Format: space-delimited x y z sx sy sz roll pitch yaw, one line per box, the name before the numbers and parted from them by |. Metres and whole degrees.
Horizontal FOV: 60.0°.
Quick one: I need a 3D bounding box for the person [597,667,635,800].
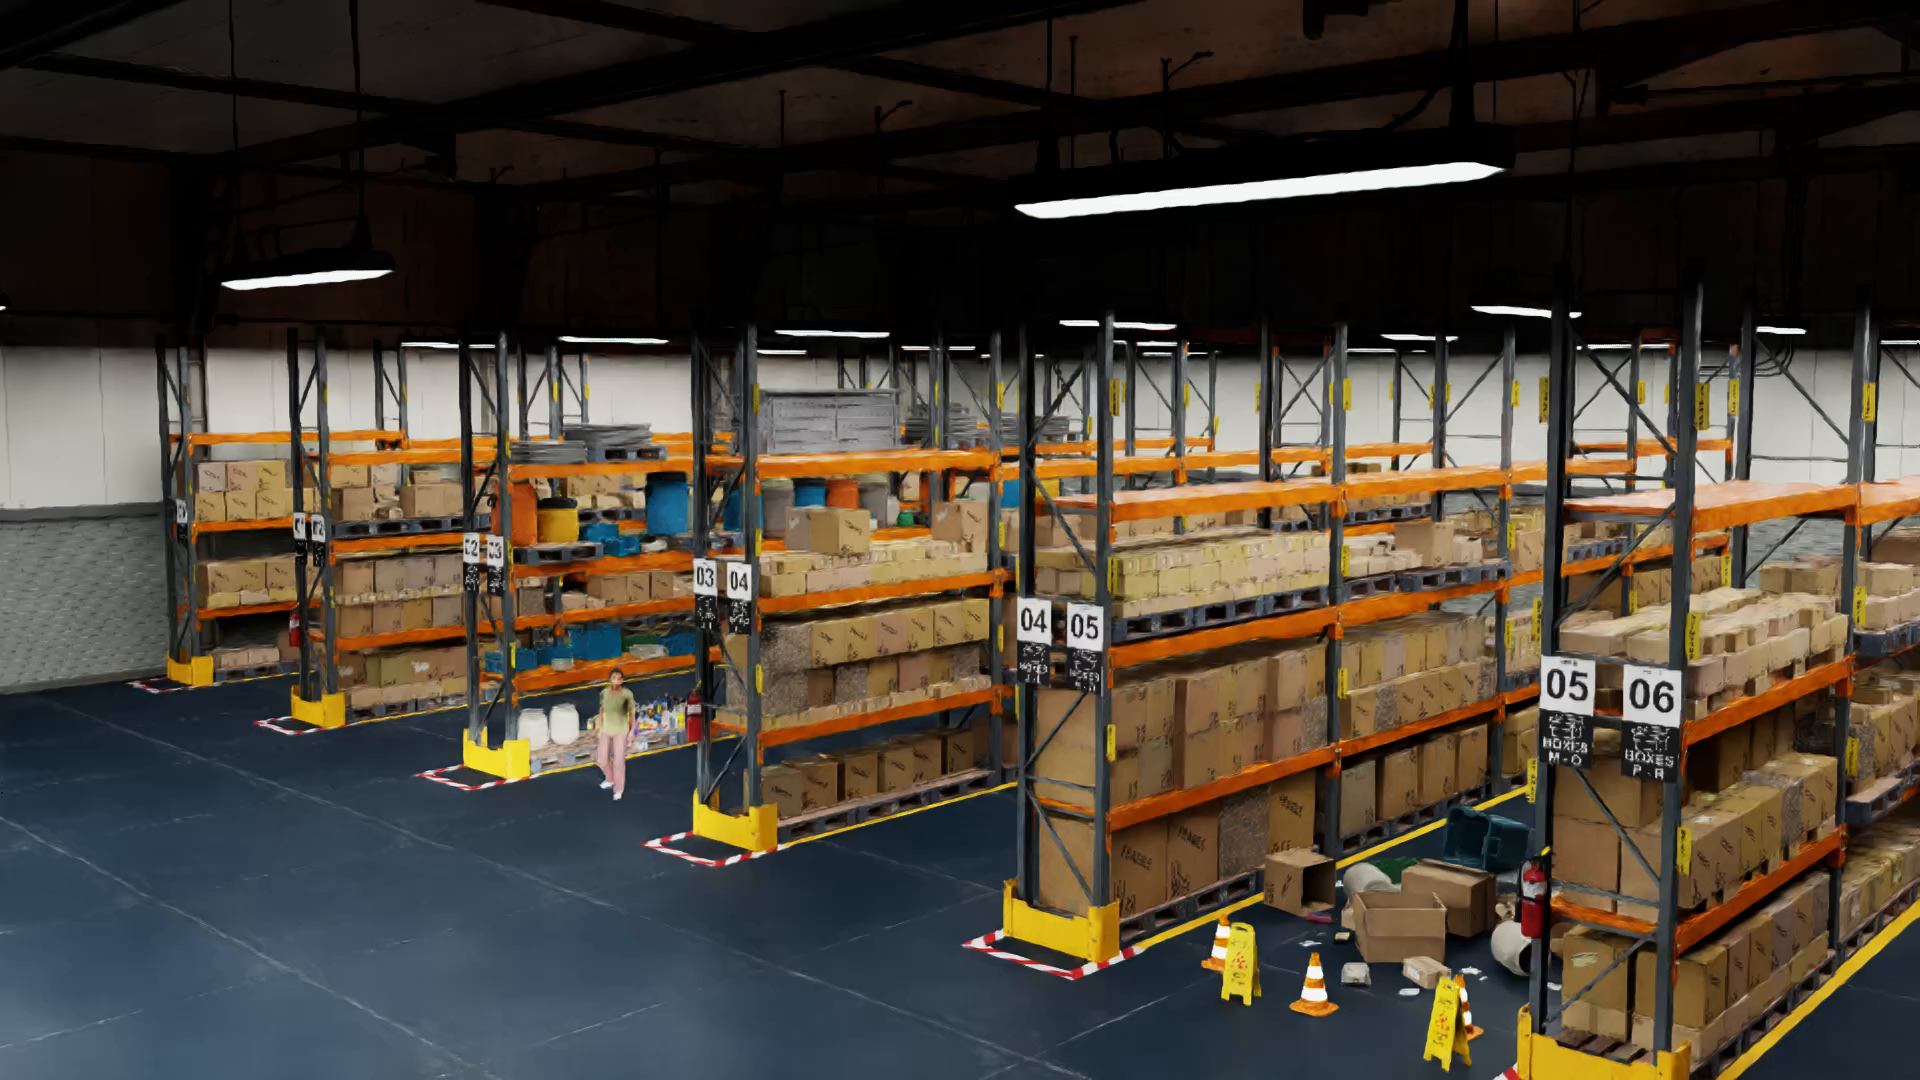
person | -4.295 2.389 20.808 0.507 1.661 0.515 1 5 7
